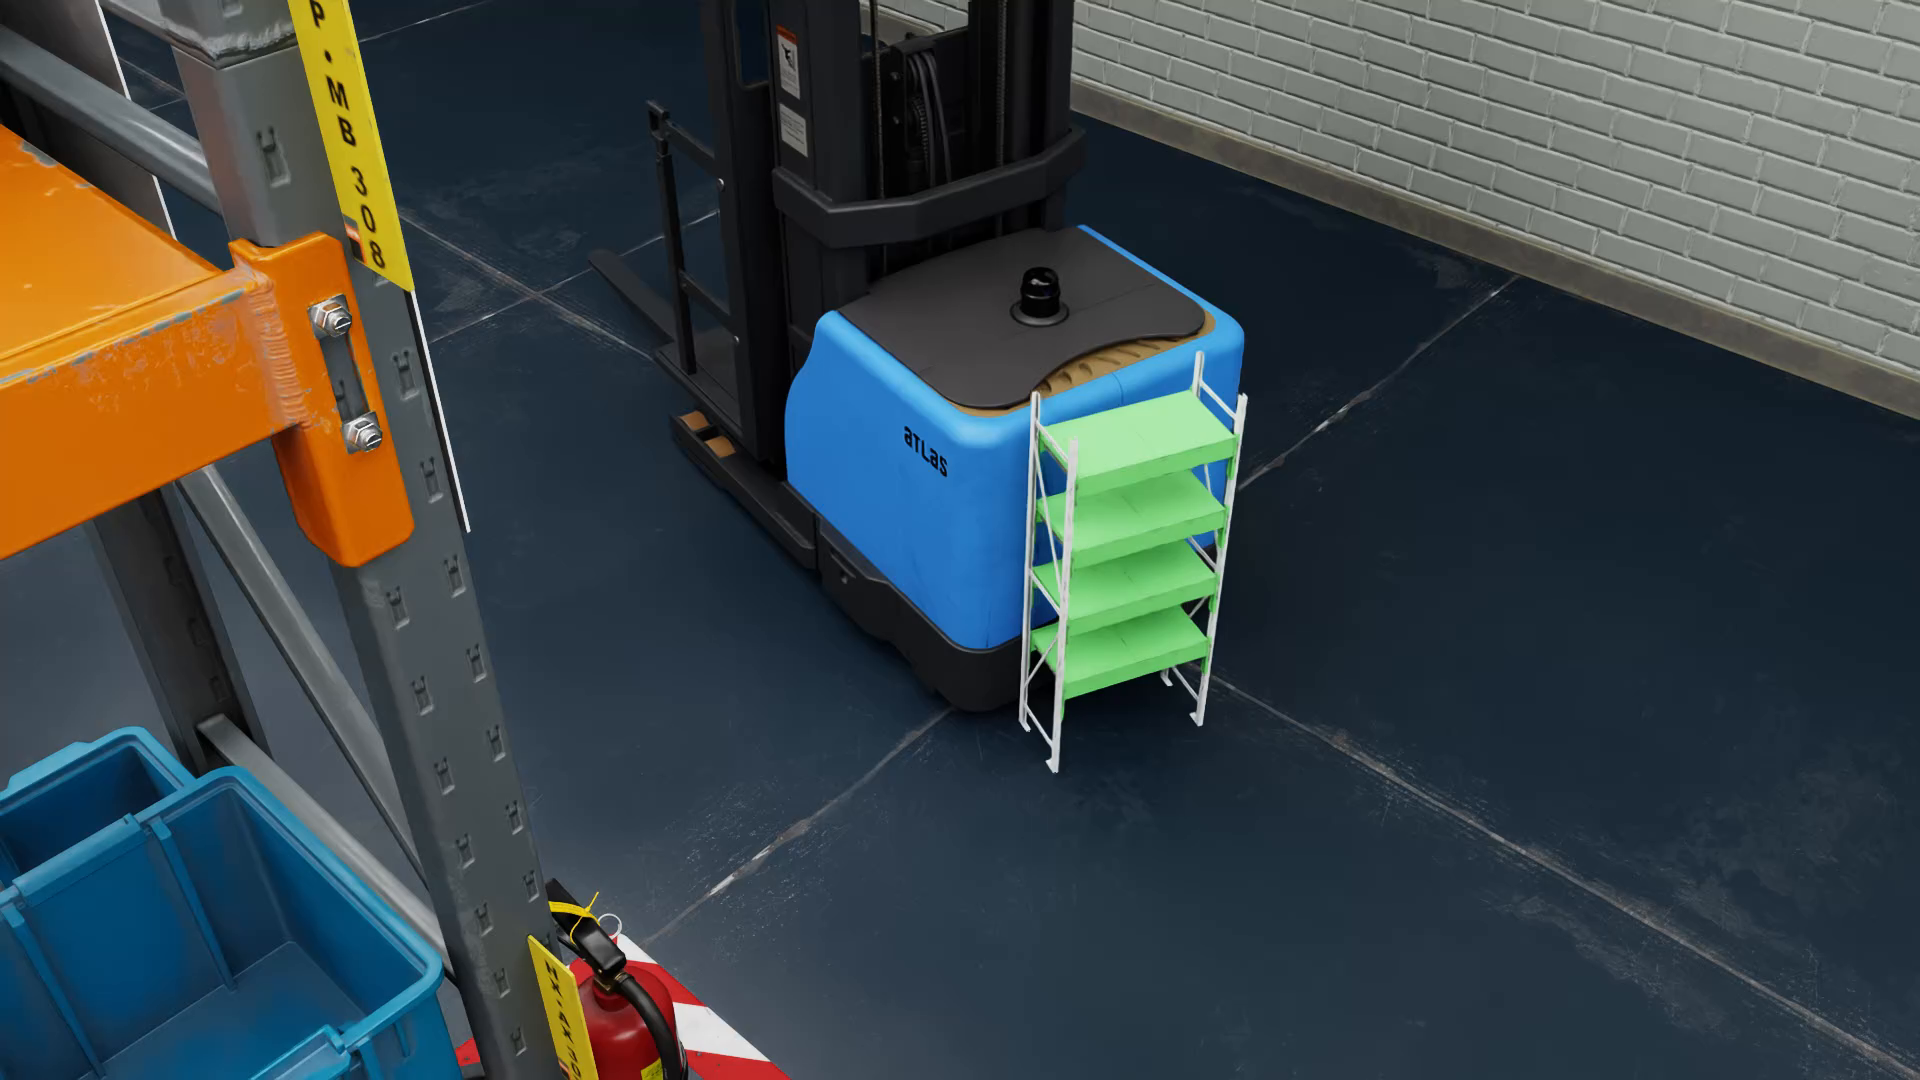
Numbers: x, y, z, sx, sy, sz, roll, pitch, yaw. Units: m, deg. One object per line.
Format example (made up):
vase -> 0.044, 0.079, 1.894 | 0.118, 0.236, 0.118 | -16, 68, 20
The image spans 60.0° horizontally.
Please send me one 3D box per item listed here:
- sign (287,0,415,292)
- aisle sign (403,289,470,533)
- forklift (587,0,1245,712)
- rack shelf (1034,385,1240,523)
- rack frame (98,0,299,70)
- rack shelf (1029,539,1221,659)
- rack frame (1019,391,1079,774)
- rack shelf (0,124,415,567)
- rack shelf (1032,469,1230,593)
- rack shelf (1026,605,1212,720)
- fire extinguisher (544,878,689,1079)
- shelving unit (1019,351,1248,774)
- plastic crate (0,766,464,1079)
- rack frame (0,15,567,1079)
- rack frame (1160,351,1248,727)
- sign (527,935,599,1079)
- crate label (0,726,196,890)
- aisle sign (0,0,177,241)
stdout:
sign -> -0.553, -0.382, 1.494 | 0.100, 0.325, 0.005 | 30, 47, 32
aisle sign -> -0.705, -0.400, 1.754 | 0.394, 0.787, 0.004 | 30, 47, 32
forklift -> -0.408, -1.509, 5.293 | 1.130, 2.935, 3.031 | -23, 44, -27
rack shelf -> 0.463, -0.232, 4.407 | 0.480, 0.148, 0.258 | -15, 42, -18
rack frame -> -0.970, -1.821, 0.809 | 1.000, 3.000, 0.127 | 30, 47, 32
rack shelf -> 0.460, 0.140, 4.710 | 0.480, 0.148, 0.258 | -15, 42, -18
rack frame -> 0.237, 0.151, 4.593 | 0.015, 1.200, 0.240 | -15, 42, -18
rack shelf -> -2.319, 0.554, 0.811 | 1.077, 0.370, 4.000 | 30, 47, 32
rack shelf -> 0.461, -0.046, 4.558 | 0.480, 0.148, 0.258 | -15, 42, -18
rack shelf -> 0.459, 0.326, 4.861 | 0.480, 0.148, 0.258 | -15, 42, -18
fire extinguisher -> -0.533, 0.825, 2.664 | 0.296, 0.674, 0.183 | 30, 47, 32
shelving unit -> 0.460, 0.090, 4.669 | 0.503, 1.200, 0.258 | -15, 42, -18
plastic crate -> -1.058, 0.722, 2.355 | 0.616, 0.435, 0.499 | 30, 47, 32
rack frame -> -0.970, 0.528, 2.676 | 1.000, 3.000, 0.127 | 30, 47, 32
rack frame -> 0.684, 0.029, 4.746 | 0.015, 1.200, 0.240 | -15, 42, -18
sign -> -0.553, 0.687, 2.345 | 0.100, 0.325, 0.005 | 30, 47, 32
crate label -> -1.379, 0.545, 2.741 | 0.416, 0.233, 0.303 | 30, 47, 32
aisle sign -> -1.140, -0.648, 2.066 | 0.394, 0.787, 0.004 | 30, 47, 32
